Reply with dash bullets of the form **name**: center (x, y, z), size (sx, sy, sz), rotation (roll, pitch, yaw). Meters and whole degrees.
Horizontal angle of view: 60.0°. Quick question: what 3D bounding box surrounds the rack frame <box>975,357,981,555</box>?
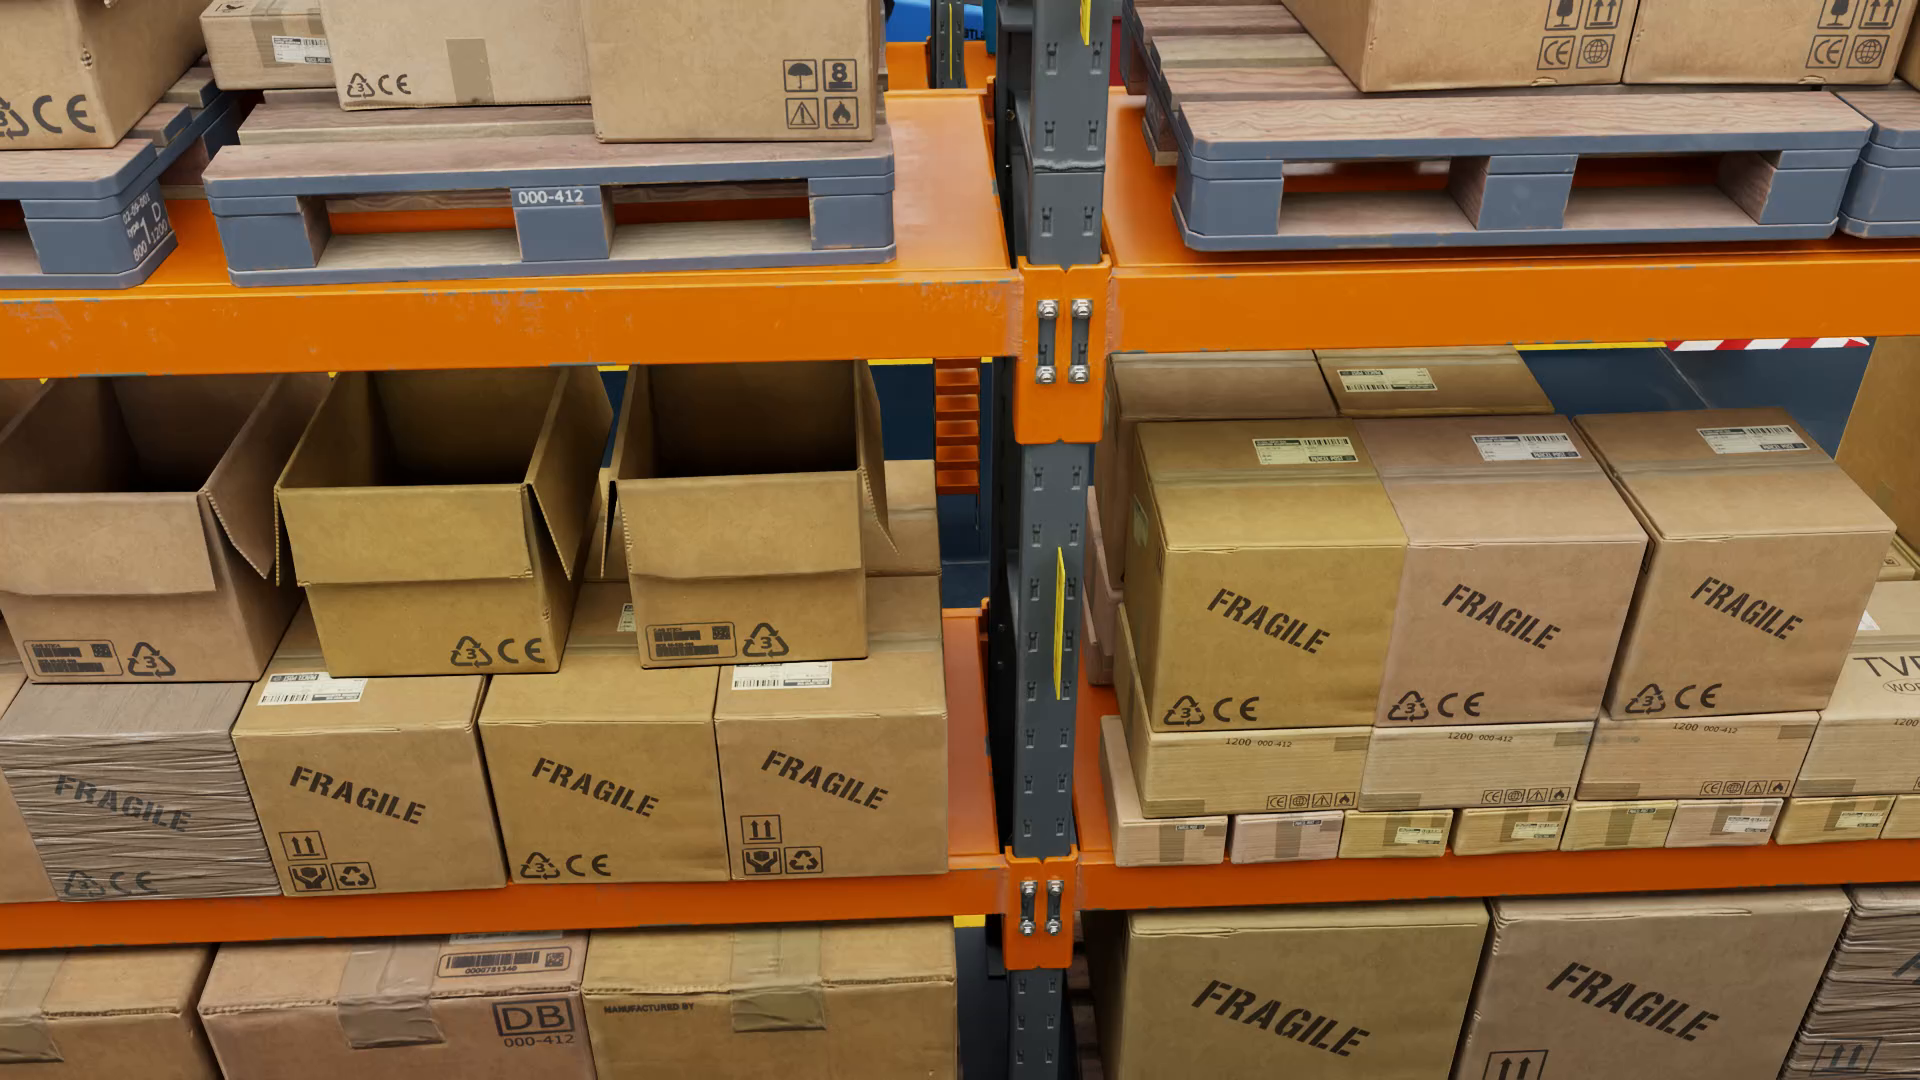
- **rack frame**: center (0.077, -0.495, 6.912), size (0.006, 1.200, 0.240), rotation (-2, 35, -2)

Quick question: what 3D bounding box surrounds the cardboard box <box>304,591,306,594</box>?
- **cardboard box**: center (-1.822, 0.182, 4.264), size (0.500, 0.500, 0.500), rotation (-1, 35, -1)

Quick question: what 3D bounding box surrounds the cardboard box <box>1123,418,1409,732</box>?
- **cardboard box**: center (0.658, 0.072, 3.722), size (0.500, 0.500, 0.500), rotation (-2, 35, -2)

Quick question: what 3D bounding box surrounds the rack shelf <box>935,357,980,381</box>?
- **rack shelf**: center (-0.014, -0.752, 6.728), size (0.180, 0.103, 0.258), rotation (-2, 35, -2)

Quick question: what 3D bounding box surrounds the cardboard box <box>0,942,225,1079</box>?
- **cardboard box**: center (-2.247, 1.091, 4.536), size (0.875, 0.875, 1.225), rotation (-1, 35, -2)

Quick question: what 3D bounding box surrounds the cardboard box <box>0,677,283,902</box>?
- **cardboard box**: center (-1.804, 0.473, 3.843), size (0.500, 0.500, 0.500), rotation (-1, 35, -2)

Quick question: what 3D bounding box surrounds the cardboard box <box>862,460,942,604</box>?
- **cardboard box**: center (-0.304, 0.137, 4.328), size (0.500, 0.500, 0.500), rotation (-1, 35, -2)

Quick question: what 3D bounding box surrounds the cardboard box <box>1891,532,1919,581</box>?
- **cardboard box**: center (2.650, 0.029, 4.443), size (0.500, 0.250, 0.500), rotation (-3, 35, -4)

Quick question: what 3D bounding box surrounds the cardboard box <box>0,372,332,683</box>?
- **cardboard box**: center (-1.776, -0.086, 3.769), size (0.637, 0.503, 0.797), rotation (0, 35, -1)

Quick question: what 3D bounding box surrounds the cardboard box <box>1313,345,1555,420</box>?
- **cardboard box**: center (1.115, -0.236, 4.167), size (0.500, 0.500, 0.500), rotation (-1, 35, -2)

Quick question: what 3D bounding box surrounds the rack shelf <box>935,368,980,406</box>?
- **rack shelf**: center (-0.014, -0.654, 6.797), size (0.180, 0.103, 0.258), rotation (-2, 35, -2)

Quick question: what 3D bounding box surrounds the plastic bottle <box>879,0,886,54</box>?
- **plastic bottle**: center (-0.474, -2.661, 8.502), size (0.185, 0.351, 0.144), rotation (-2, 35, -2)

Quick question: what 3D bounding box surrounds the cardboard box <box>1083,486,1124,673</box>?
- **cardboard box**: center (0.596, 0.087, 4.360), size (0.500, 0.250, 0.500), rotation (-2, 35, -3)

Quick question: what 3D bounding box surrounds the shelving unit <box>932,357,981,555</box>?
- **shelving unit**: center (-0.014, -0.493, 6.908), size (0.189, 1.200, 0.258), rotation (-2, 35, -2)

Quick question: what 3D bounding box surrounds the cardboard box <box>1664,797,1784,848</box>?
- **cardboard box**: center (1.773, 0.557, 4.029), size (0.250, 0.149, 0.380), rotation (-1, 35, -2)

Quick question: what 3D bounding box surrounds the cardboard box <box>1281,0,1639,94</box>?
- **cardboard box**: center (0.946, -1.235, 3.219), size (0.500, 0.500, 0.700), rotation (-3, 35, -5)

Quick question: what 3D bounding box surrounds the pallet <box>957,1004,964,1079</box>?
- **pallet**: center (-0.600, 1.518, 4.870), size (1.213, 0.211, 1.003), rotation (-2, 35, -2)

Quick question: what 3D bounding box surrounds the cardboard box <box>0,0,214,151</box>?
- **cardboard box**: center (-1.789, -1.100, 3.108), size (0.637, 0.503, 0.797), rotation (-2, 35, -3)

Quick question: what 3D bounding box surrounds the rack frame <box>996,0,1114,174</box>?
- **rack frame**: center (0.167, -2.159, 2.462), size (0.127, 3.000, 1.000), rotation (-2, 35, -2)

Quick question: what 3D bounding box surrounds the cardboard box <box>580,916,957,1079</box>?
- **cardboard box**: center (-0.471, 1.038, 4.613), size (0.875, 0.875, 1.225), rotation (-1, 35, -2)

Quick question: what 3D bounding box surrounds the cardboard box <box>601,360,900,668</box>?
- **cardboard box**: center (-0.470, -0.123, 3.823), size (0.637, 0.503, 0.797), rotation (-2, 35, -3)

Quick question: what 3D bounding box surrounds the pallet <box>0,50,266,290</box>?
- **pallet**: center (-2.071, -0.819, 3.328), size (1.213, 0.211, 1.003), rotation (0, 35, 0)

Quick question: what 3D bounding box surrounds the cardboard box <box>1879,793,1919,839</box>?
- **cardboard box**: center (2.296, 0.542, 4.052), size (0.250, 0.149, 0.380), rotation (-1, 35, -1)

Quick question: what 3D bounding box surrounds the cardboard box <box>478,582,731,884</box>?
- **cardboard box**: center (-0.781, 0.444, 3.884), size (0.500, 0.500, 0.500), rotation (-1, 35, -1)

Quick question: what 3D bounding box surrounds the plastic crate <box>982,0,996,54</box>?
- **plastic crate**: center (0.383, -2.732, 8.523), size (0.575, 0.384, 0.392), rotation (-2, 35, -2)

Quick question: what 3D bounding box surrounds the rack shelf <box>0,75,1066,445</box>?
- **rack shelf**: center (-1.830, -0.575, 3.442), size (4.000, 0.370, 1.077), rotation (-2, 35, -2)

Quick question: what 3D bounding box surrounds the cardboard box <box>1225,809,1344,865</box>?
- **cardboard box**: center (0.741, 0.586, 3.989), size (0.250, 0.149, 0.380), rotation (-3, 35, -4)

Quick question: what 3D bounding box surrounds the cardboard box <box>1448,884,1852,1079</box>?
- **cardboard box**: center (1.729, 1.013, 4.649), size (0.875, 0.875, 0.875), rotation (-2, 35, -2)

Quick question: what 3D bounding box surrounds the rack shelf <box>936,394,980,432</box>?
- **rack shelf**: center (-0.014, -0.555, 6.865), size (0.180, 0.103, 0.258), rotation (-2, 35, -2)

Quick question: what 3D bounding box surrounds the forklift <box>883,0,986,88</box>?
- **forklift**: center (-0.785, -4.099, 10.597), size (3.031, 2.935, 1.130), rotation (17, 38, 23)

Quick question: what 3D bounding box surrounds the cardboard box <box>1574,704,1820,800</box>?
- **cardboard box**: center (1.663, 0.356, 3.970), size (0.500, 0.250, 0.500), rotation (-1, 35, -1)

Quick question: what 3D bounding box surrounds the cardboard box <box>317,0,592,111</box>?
- **cardboard box**: center (-0.933, -1.083, 3.252), size (0.500, 0.311, 0.500), rotation (-3, 35, -4)

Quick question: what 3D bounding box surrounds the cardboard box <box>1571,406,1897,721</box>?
- **cardboard box**: center (1.670, 0.046, 3.759), size (0.500, 0.500, 0.500), rotation (-3, 35, -4)

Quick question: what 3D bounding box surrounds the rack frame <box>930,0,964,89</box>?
- **rack frame**: center (-0.067, -2.507, 8.237), size (0.127, 3.000, 1.000), rotation (-2, 35, -2)

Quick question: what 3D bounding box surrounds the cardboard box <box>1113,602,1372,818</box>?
- **cardboard box**: center (0.649, 0.384, 3.930), size (0.500, 0.250, 0.500), rotation (-2, 35, -3)

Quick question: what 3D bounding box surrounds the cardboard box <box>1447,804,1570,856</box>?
- **cardboard box**: center (1.267, 0.570, 4.011), size (0.250, 0.149, 0.380), rotation (-2, 35, -4)

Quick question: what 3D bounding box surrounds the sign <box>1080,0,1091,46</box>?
- **sign**: center (0.203, -0.959, 2.633), size (0.005, 0.325, 0.100), rotation (-2, 35, -2)

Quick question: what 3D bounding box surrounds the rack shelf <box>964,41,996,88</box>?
- **rack shelf**: center (1.931, -2.265, 8.520), size (4.000, 0.370, 1.077), rotation (-2, 35, -2)

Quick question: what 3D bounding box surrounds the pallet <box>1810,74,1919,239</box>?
- **pallet**: center (2.201, -0.936, 3.409), size (1.213, 0.211, 1.003), rotation (-2, 35, -2)

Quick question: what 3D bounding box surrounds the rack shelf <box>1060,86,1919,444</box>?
- **rack shelf**: center (2.165, -0.683, 3.598), size (4.000, 0.370, 1.077), rotation (-2, 35, -2)
